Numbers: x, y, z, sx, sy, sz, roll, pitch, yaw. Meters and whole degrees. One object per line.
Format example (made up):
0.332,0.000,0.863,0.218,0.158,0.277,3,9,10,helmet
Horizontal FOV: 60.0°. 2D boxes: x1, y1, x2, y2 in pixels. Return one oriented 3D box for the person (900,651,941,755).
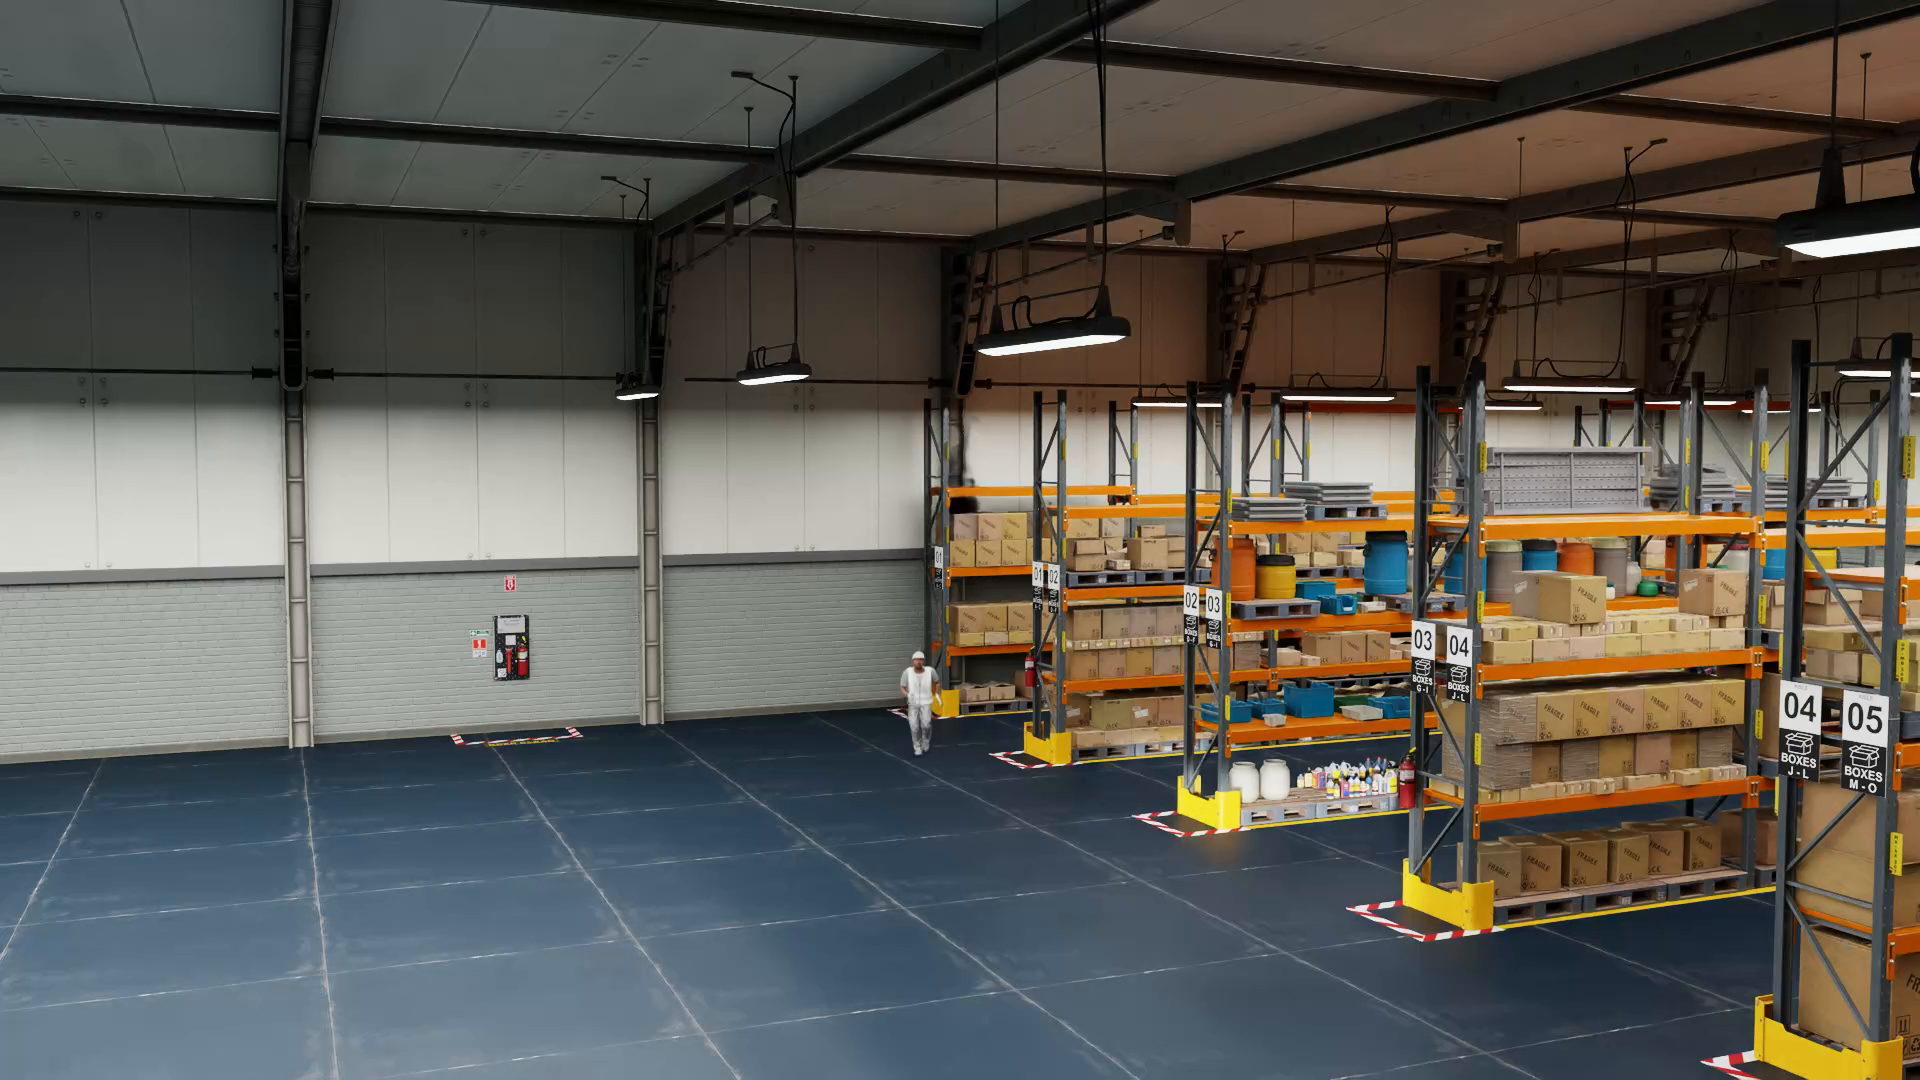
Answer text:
-0.648,2.684,27.231,0.677,1.731,0.671,0,3,-1,person
